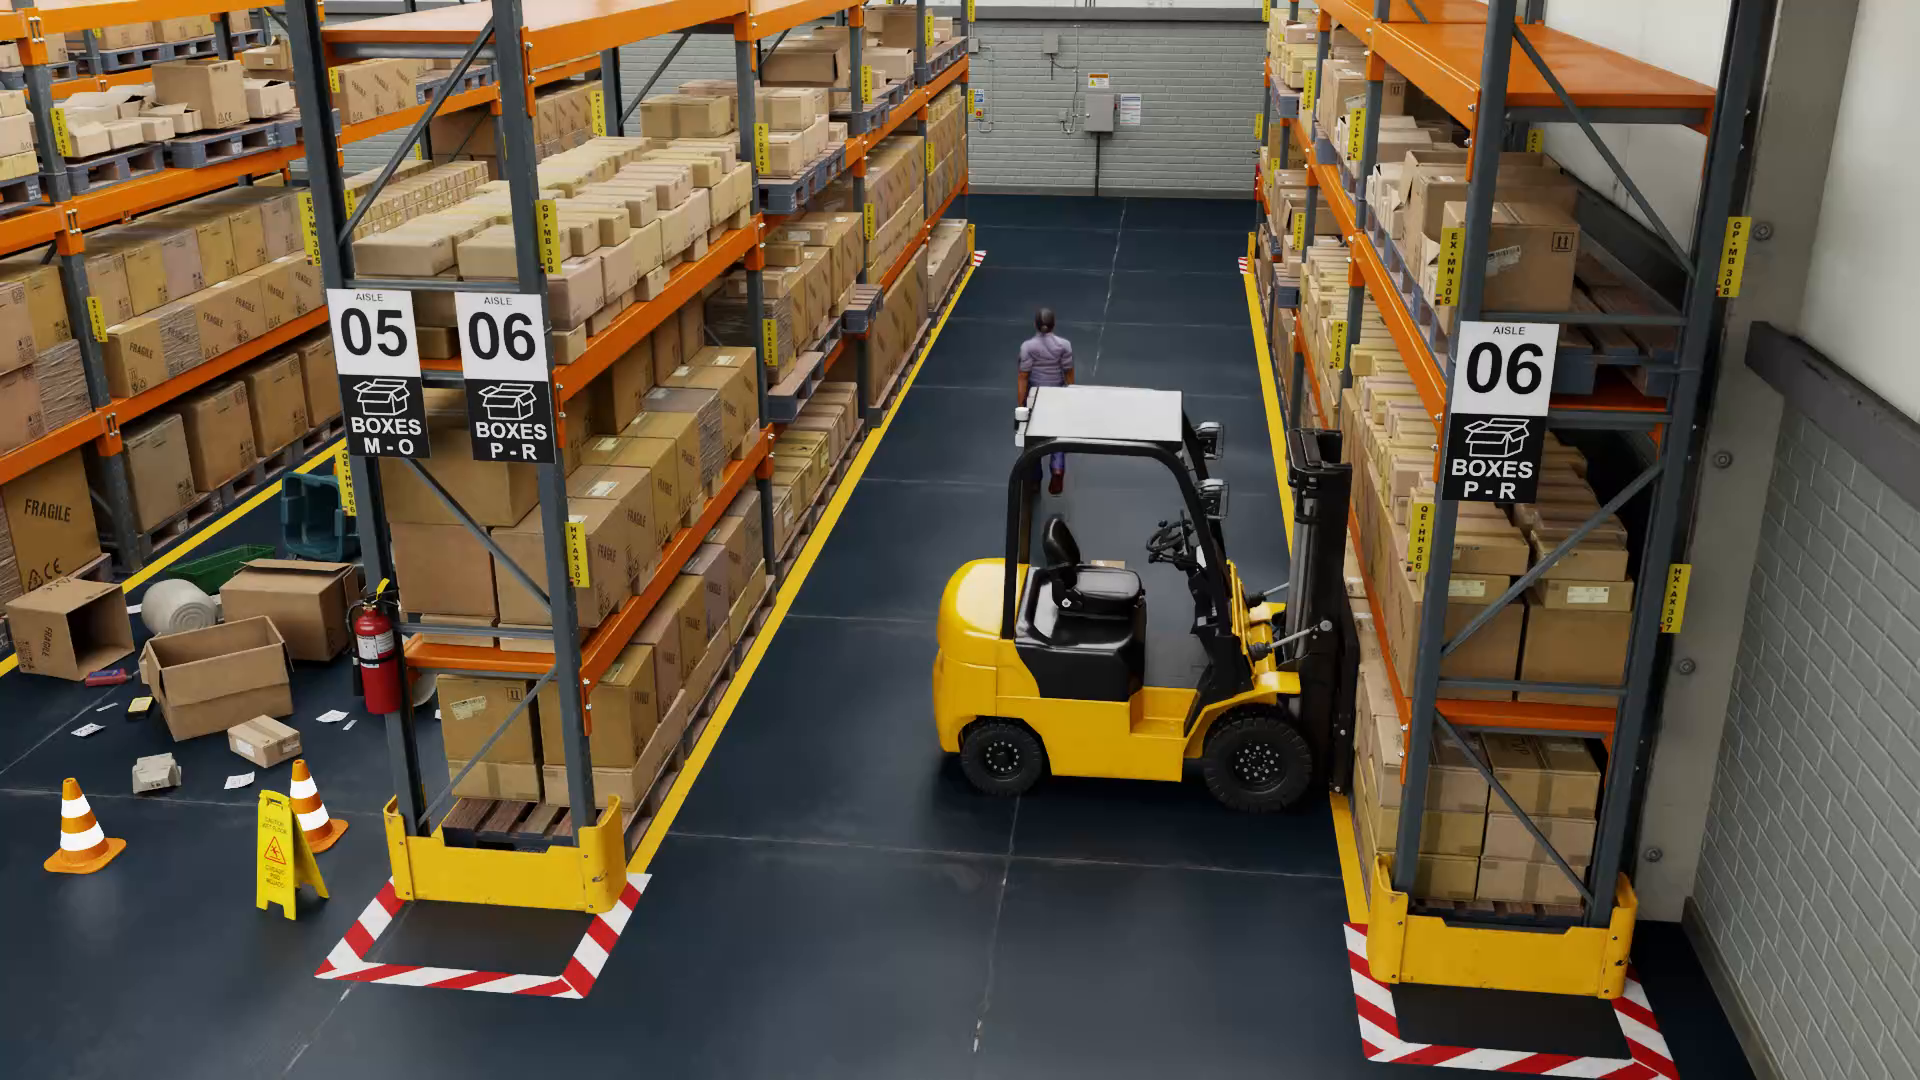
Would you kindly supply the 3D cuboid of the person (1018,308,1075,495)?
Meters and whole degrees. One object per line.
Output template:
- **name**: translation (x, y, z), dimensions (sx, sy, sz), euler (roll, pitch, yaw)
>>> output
- **person**: translation (0.727, -1.153, 14.042), dimensions (0.487, 1.600, 0.716), euler (0, 21, -1)
